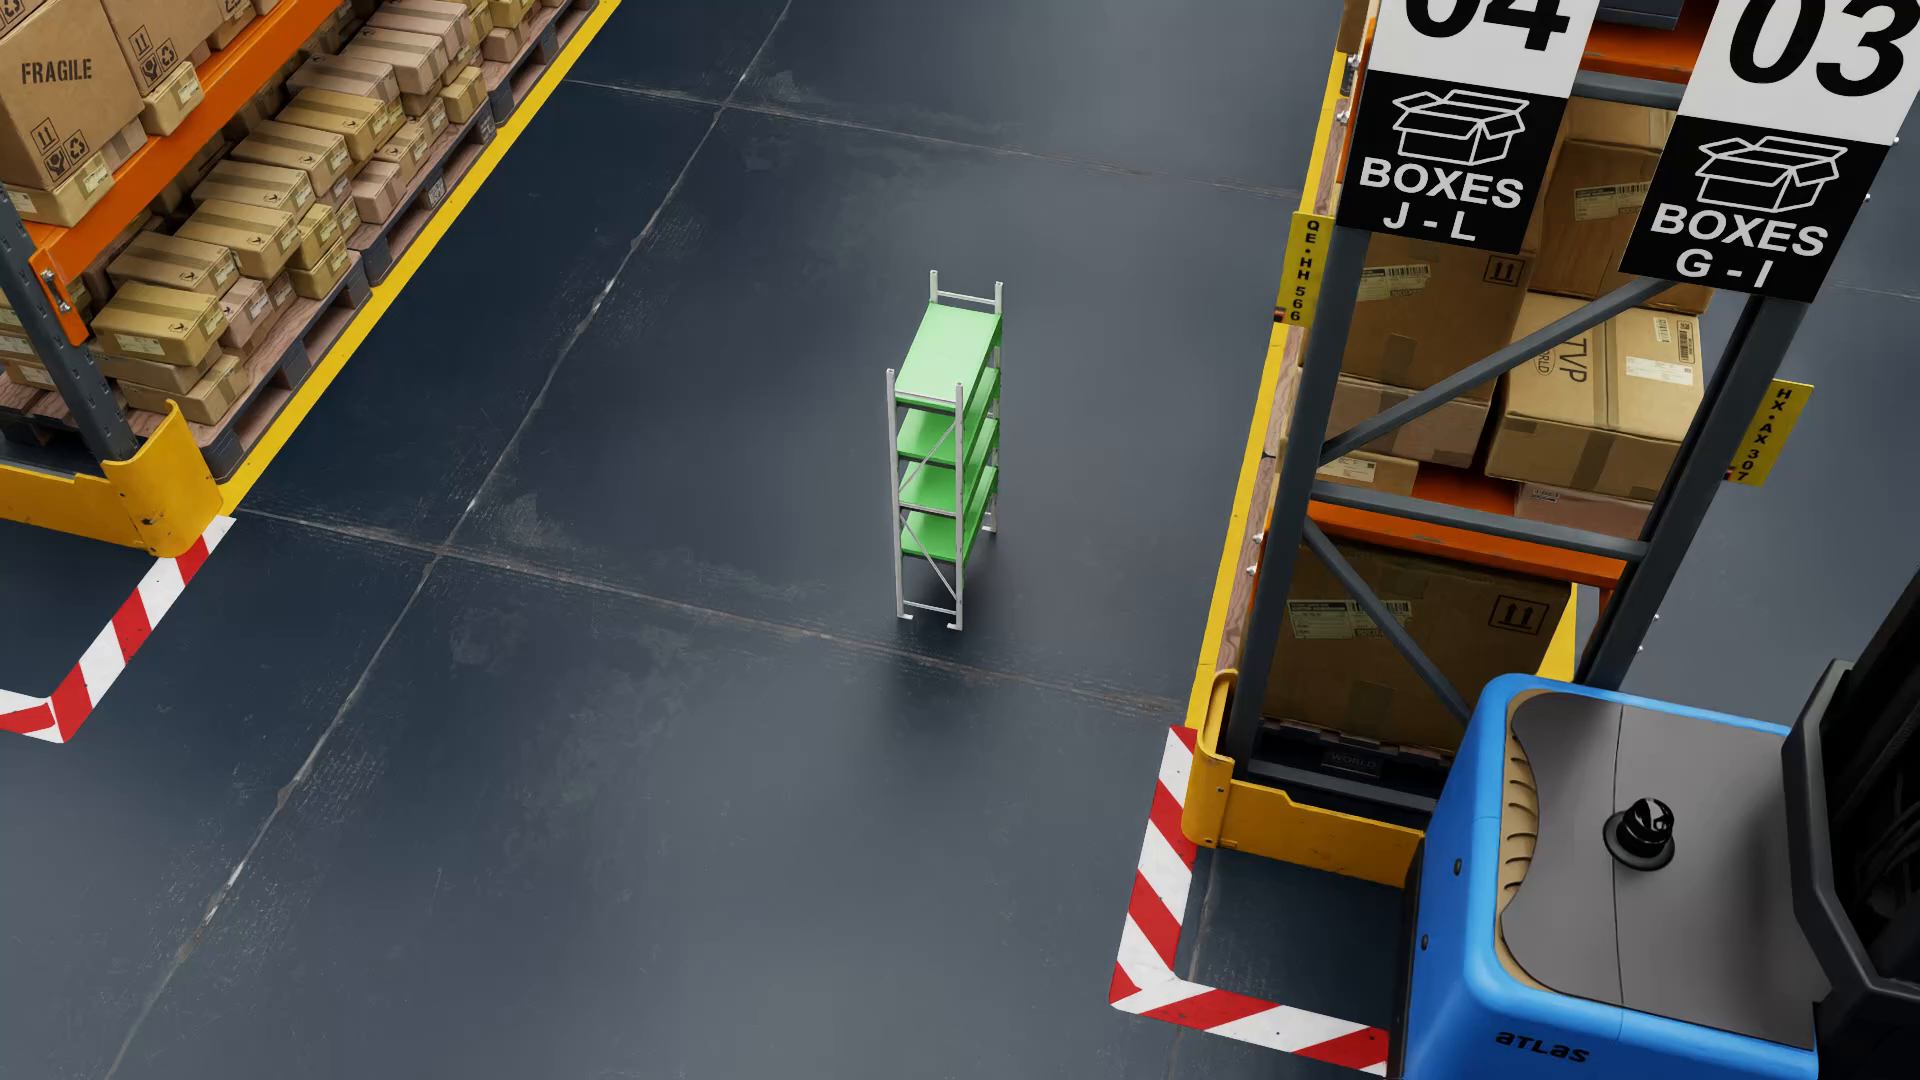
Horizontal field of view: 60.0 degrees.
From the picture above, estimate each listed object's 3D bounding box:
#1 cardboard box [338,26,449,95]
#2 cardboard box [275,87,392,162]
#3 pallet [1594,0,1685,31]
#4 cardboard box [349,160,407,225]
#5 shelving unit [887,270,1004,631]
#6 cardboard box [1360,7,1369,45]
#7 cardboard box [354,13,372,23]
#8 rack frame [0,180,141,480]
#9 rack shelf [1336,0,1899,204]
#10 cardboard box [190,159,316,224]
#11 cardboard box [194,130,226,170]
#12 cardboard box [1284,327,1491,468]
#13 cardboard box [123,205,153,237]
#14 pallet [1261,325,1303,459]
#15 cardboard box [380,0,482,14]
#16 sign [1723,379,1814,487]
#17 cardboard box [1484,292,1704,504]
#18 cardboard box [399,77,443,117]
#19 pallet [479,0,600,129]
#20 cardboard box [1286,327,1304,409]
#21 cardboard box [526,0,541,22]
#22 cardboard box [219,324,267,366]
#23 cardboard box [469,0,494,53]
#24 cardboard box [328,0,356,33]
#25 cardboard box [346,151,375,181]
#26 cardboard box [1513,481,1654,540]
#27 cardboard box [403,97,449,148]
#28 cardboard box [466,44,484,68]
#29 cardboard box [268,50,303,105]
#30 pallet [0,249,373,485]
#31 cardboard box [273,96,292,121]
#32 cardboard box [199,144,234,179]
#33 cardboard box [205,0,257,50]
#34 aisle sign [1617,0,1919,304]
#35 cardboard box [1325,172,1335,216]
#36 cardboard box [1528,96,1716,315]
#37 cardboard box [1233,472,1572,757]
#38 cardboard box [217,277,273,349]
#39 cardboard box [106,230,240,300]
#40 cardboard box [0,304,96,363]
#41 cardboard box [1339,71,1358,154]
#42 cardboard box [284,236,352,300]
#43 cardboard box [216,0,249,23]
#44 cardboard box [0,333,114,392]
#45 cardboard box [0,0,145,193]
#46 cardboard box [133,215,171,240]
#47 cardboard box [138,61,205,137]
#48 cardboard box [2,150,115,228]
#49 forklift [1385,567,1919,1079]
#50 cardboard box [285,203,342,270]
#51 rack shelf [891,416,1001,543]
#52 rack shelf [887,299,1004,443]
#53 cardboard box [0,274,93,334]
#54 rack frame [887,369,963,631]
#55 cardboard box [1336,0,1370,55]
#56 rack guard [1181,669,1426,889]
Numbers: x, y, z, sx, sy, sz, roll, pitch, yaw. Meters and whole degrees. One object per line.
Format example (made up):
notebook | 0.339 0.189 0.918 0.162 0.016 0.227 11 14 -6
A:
cardboard box | -2.499 -2.117 7.342 0.380 0.149 0.250 10 49 9
cardboard box | -2.644 -1.758 7.025 0.380 0.149 0.250 12 50 11
pallet | 1.507 -1.548 3.674 1.003 0.211 1.213 12 50 10
cardboard box | -2.644 -1.525 7.217 0.380 0.149 0.250 9 49 8
shelving unit | -0.044 -0.277 5.694 0.258 1.200 0.503 12 50 10
cardboard box | 1.635 -1.770 5.979 0.380 0.149 0.250 12 50 10
cardboard box | -2.872 -2.507 7.885 0.380 0.149 0.250 9 49 8
rack frame | -3.437 -1.098 5.218 1.000 3.000 0.127 12 50 10
rack shelf | 1.848 -2.247 4.712 1.077 0.370 4.000 12 50 10
cardboard box | -2.840 -1.378 6.690 0.380 0.149 0.250 9 49 8
cardboard box | -3.329 -1.686 6.962 0.380 0.149 0.250 13 50 11
cardboard box | 1.193 -0.497 4.590 0.500 0.250 0.500 11 49 9
cardboard box | -3.475 -1.306 6.626 0.380 0.149 0.250 11 49 9
pallet | 1.779 -0.596 6.636 1.003 0.211 1.213 12 50 10
cardboard box | -2.458 -2.528 7.705 0.380 0.149 0.250 13 50 11
sign | 1.855 -0.245 3.835 0.100 0.325 0.005 12 50 10
cardboard box | 1.708 -0.388 4.494 0.500 0.250 0.500 10 49 9
cardboard box | -2.572 -2.059 7.489 0.380 0.149 0.250 9 49 8
pallet | -2.527 -2.575 8.382 1.003 0.211 1.213 12 50 10
cardboard box | 1.164 -0.474 4.835 0.380 0.149 0.250 12 50 10
cardboard box | -2.308 -2.664 8.222 0.380 0.149 0.250 13 50 11
cardboard box | -3.001 -0.814 6.590 0.380 0.149 0.250 11 50 10
cardboard box | -2.434 -2.437 7.823 0.380 0.149 0.250 12 50 10
cardboard box | -3.016 -2.434 7.622 0.380 0.149 0.250 13 50 11
cardboard box | -2.764 -1.681 7.156 0.380 0.149 0.250 14 50 12
cardboard box | 1.733 -0.154 4.553 0.380 0.149 0.250 12 50 10
cardboard box | -2.565 -1.912 7.558 0.380 0.149 0.250 12 50 11
cardboard box | -2.502 -2.294 7.895 0.380 0.149 0.250 10 49 9
cardboard box | -3.111 -2.050 7.283 0.380 0.149 0.250 12 50 10
pallet | -3.169 -0.810 6.825 1.003 0.211 1.213 12 50 10
cardboard box | -3.184 -1.969 7.411 0.380 0.149 0.250 12 50 10
cardboard box | -3.315 -1.583 7.069 0.380 0.149 0.250 12 50 11
cardboard box | -2.855 -1.966 6.152 0.380 0.149 0.250 11 50 10
aisle sign | 1.592 -0.795 3.217 0.394 0.787 0.004 12 50 10
cardboard box | 1.365 -1.024 5.321 0.380 0.149 0.250 11 49 9
cardboard box | 1.840 -0.998 4.532 0.500 0.500 0.500 10 49 9
cardboard box | 1.413 0.040 5.351 0.875 0.875 0.875 12 50 10
cardboard box | -2.925 -0.907 6.473 0.380 0.149 0.250 11 50 10
cardboard box | -3.015 -1.025 6.379 0.380 0.149 0.250 12 50 11
cardboard box | -3.574 -0.830 6.405 0.380 0.149 0.250 10 49 9
cardboard box | 1.461 -1.232 5.239 0.500 0.250 0.500 10 49 9
cardboard box | -2.769 -1.159 6.893 0.380 0.149 0.250 12 50 10
cardboard box | -2.795 -2.243 5.964 0.500 0.500 0.500 12 50 11
cardboard box | -3.500 -0.715 6.502 0.380 0.149 0.250 12 50 11
cardboard box | -3.052 -1.499 5.308 0.500 0.500 0.500 14 50 12
cardboard box | -3.438 -1.206 6.737 0.380 0.149 0.250 10 49 8
cardboard box | -2.886 -1.560 5.794 0.380 0.149 0.250 10 49 9
cardboard box | -3.036 -1.184 5.462 0.380 0.149 0.250 11 50 10
forklift | 2.759 0.720 3.660 3.031 2.935 1.130 11 50 10
cardboard box | -2.774 -1.266 6.789 0.380 0.149 0.250 13 50 11
rack shelf | -0.044 -0.235 5.742 0.258 0.148 0.480 12 50 10
rack shelf | -0.044 -0.553 5.383 0.258 0.148 0.480 12 50 10
cardboard box | -3.542 -0.923 6.289 0.380 0.149 0.250 12 50 10
rack frame | -0.108 -0.101 5.539 0.240 1.200 0.015 12 50 10
cardboard box | 2.523 -2.842 7.894 1.225 0.875 0.875 12 50 10
rack guard | 1.315 0.799 5.212 1.175 0.500 0.348 12 50 10
